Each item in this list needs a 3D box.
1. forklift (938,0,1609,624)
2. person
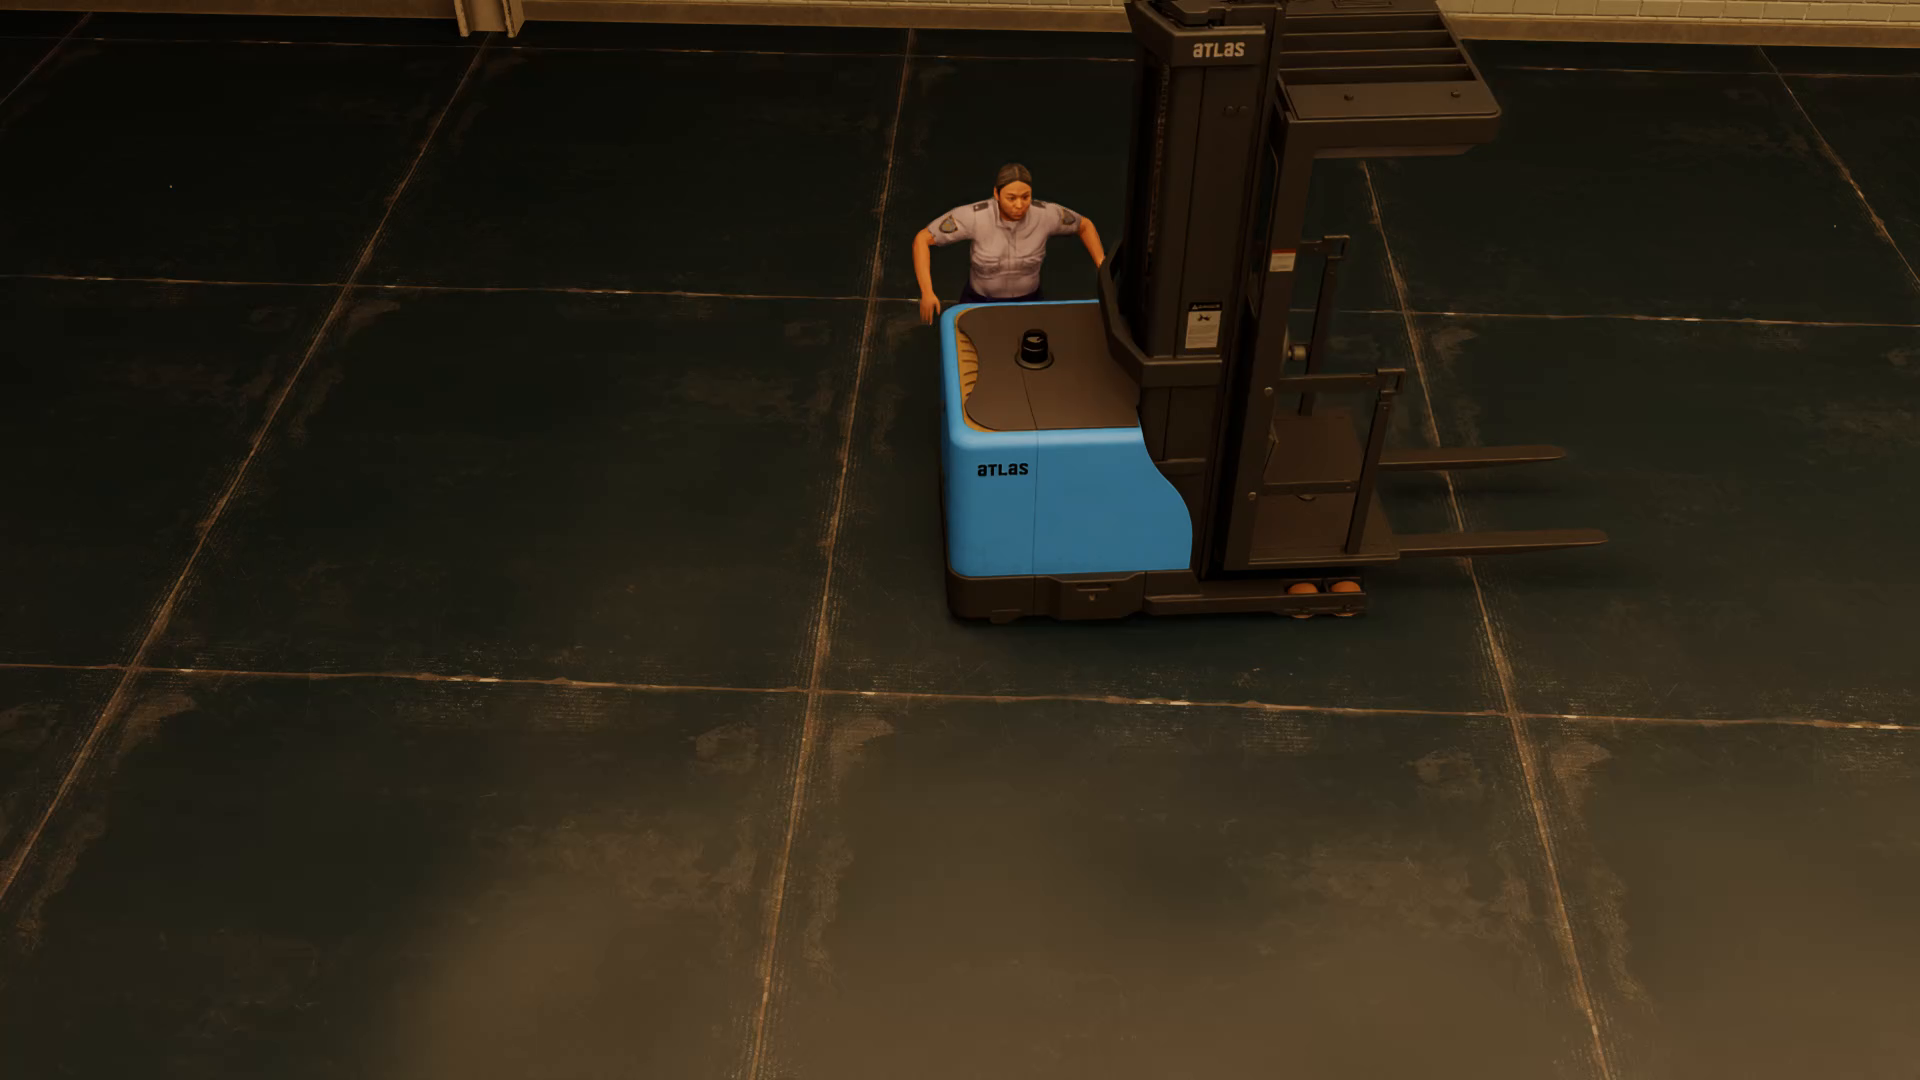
[{"bbox_3d":[1.433,-1.085,6.931,3.031,2.935,1.130,-2,42,-2],"label":"forklift"},{"bbox_3d":[0.279,-0.988,7.816,0.957,1.543,0.763,-6,43,-6],"label":"person"}]
